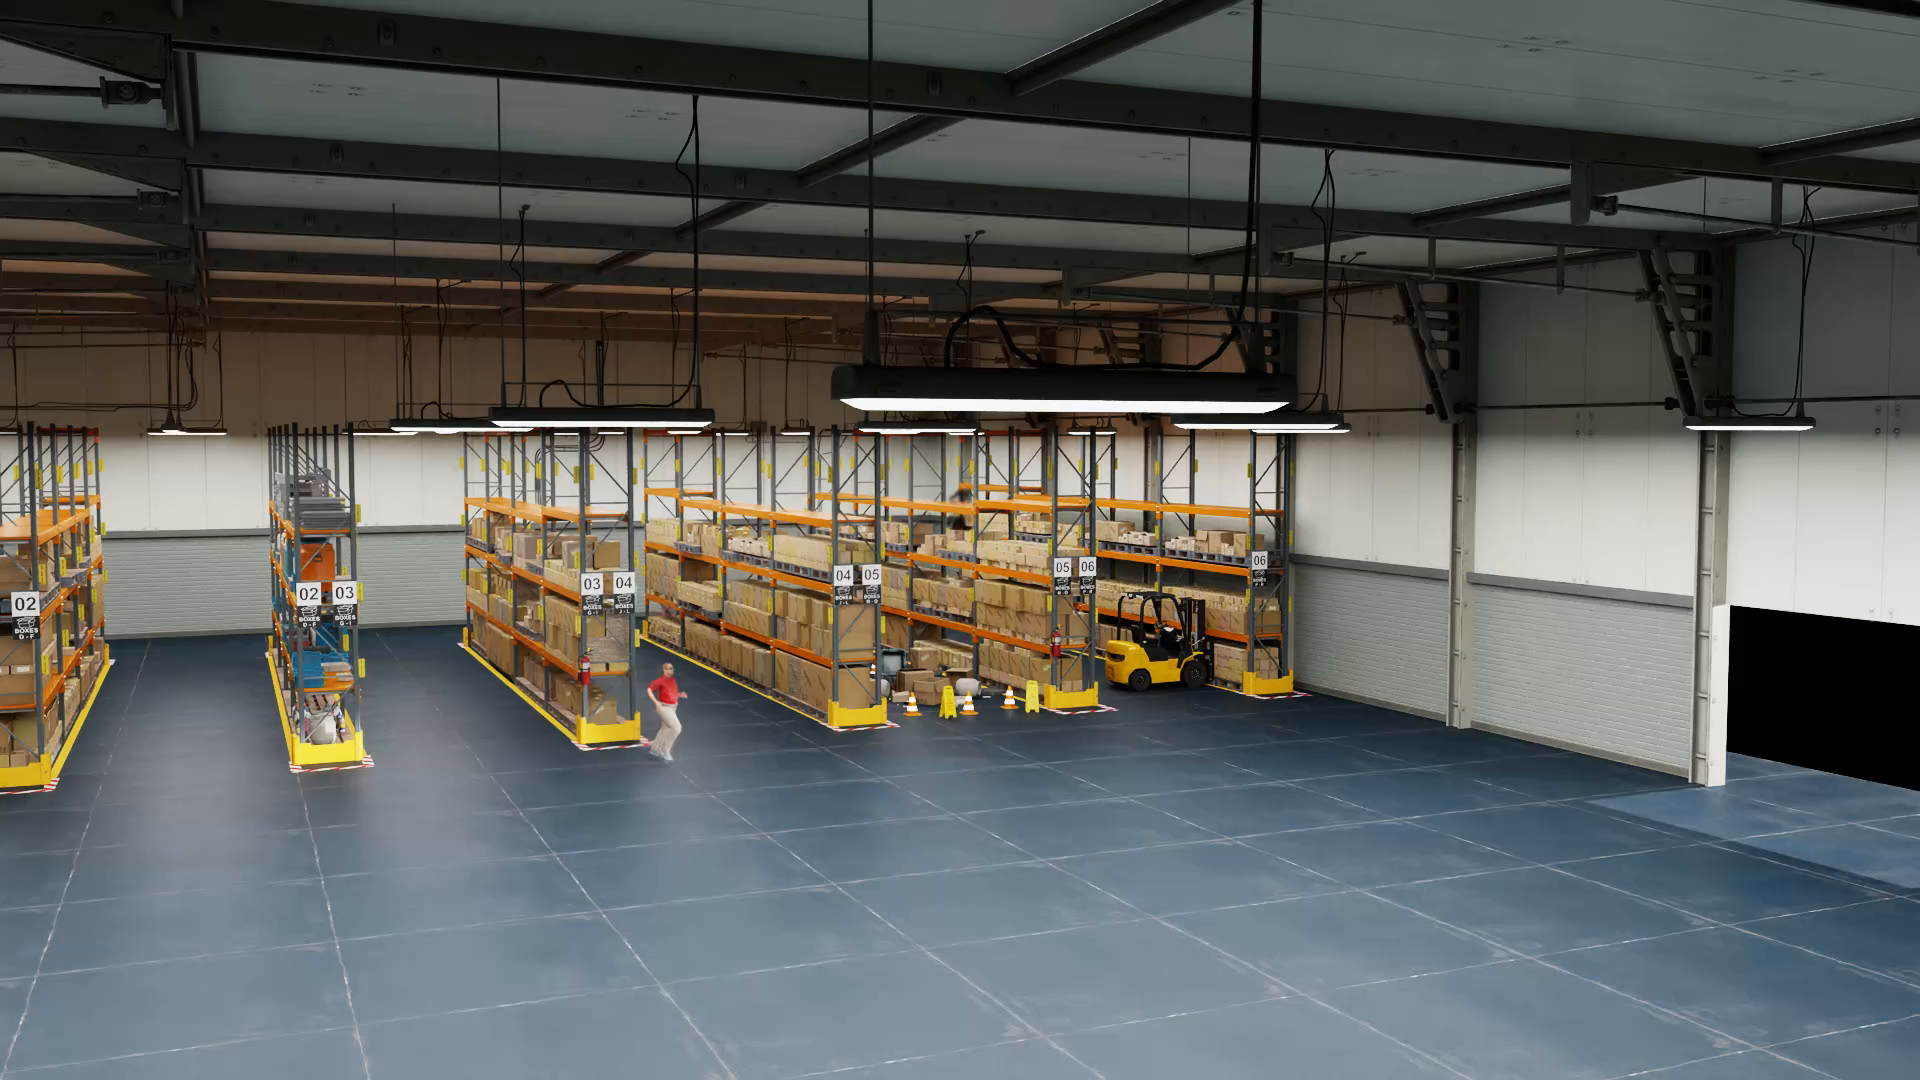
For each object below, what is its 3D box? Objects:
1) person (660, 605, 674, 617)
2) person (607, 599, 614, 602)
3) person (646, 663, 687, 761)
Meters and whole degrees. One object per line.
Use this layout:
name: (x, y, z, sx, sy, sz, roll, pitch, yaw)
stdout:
person: (-8.634, 1.902, 49.291, 0.917, 1.650, 0.587, -2, 4, -26)
person: (-9.764, 2.049, 46.221, 0.749, 1.772, 0.922, -1, 4, -13)
person: (-5.209, 3.065, 29.651, 0.723, 1.765, 0.638, 1, 4, 15)
